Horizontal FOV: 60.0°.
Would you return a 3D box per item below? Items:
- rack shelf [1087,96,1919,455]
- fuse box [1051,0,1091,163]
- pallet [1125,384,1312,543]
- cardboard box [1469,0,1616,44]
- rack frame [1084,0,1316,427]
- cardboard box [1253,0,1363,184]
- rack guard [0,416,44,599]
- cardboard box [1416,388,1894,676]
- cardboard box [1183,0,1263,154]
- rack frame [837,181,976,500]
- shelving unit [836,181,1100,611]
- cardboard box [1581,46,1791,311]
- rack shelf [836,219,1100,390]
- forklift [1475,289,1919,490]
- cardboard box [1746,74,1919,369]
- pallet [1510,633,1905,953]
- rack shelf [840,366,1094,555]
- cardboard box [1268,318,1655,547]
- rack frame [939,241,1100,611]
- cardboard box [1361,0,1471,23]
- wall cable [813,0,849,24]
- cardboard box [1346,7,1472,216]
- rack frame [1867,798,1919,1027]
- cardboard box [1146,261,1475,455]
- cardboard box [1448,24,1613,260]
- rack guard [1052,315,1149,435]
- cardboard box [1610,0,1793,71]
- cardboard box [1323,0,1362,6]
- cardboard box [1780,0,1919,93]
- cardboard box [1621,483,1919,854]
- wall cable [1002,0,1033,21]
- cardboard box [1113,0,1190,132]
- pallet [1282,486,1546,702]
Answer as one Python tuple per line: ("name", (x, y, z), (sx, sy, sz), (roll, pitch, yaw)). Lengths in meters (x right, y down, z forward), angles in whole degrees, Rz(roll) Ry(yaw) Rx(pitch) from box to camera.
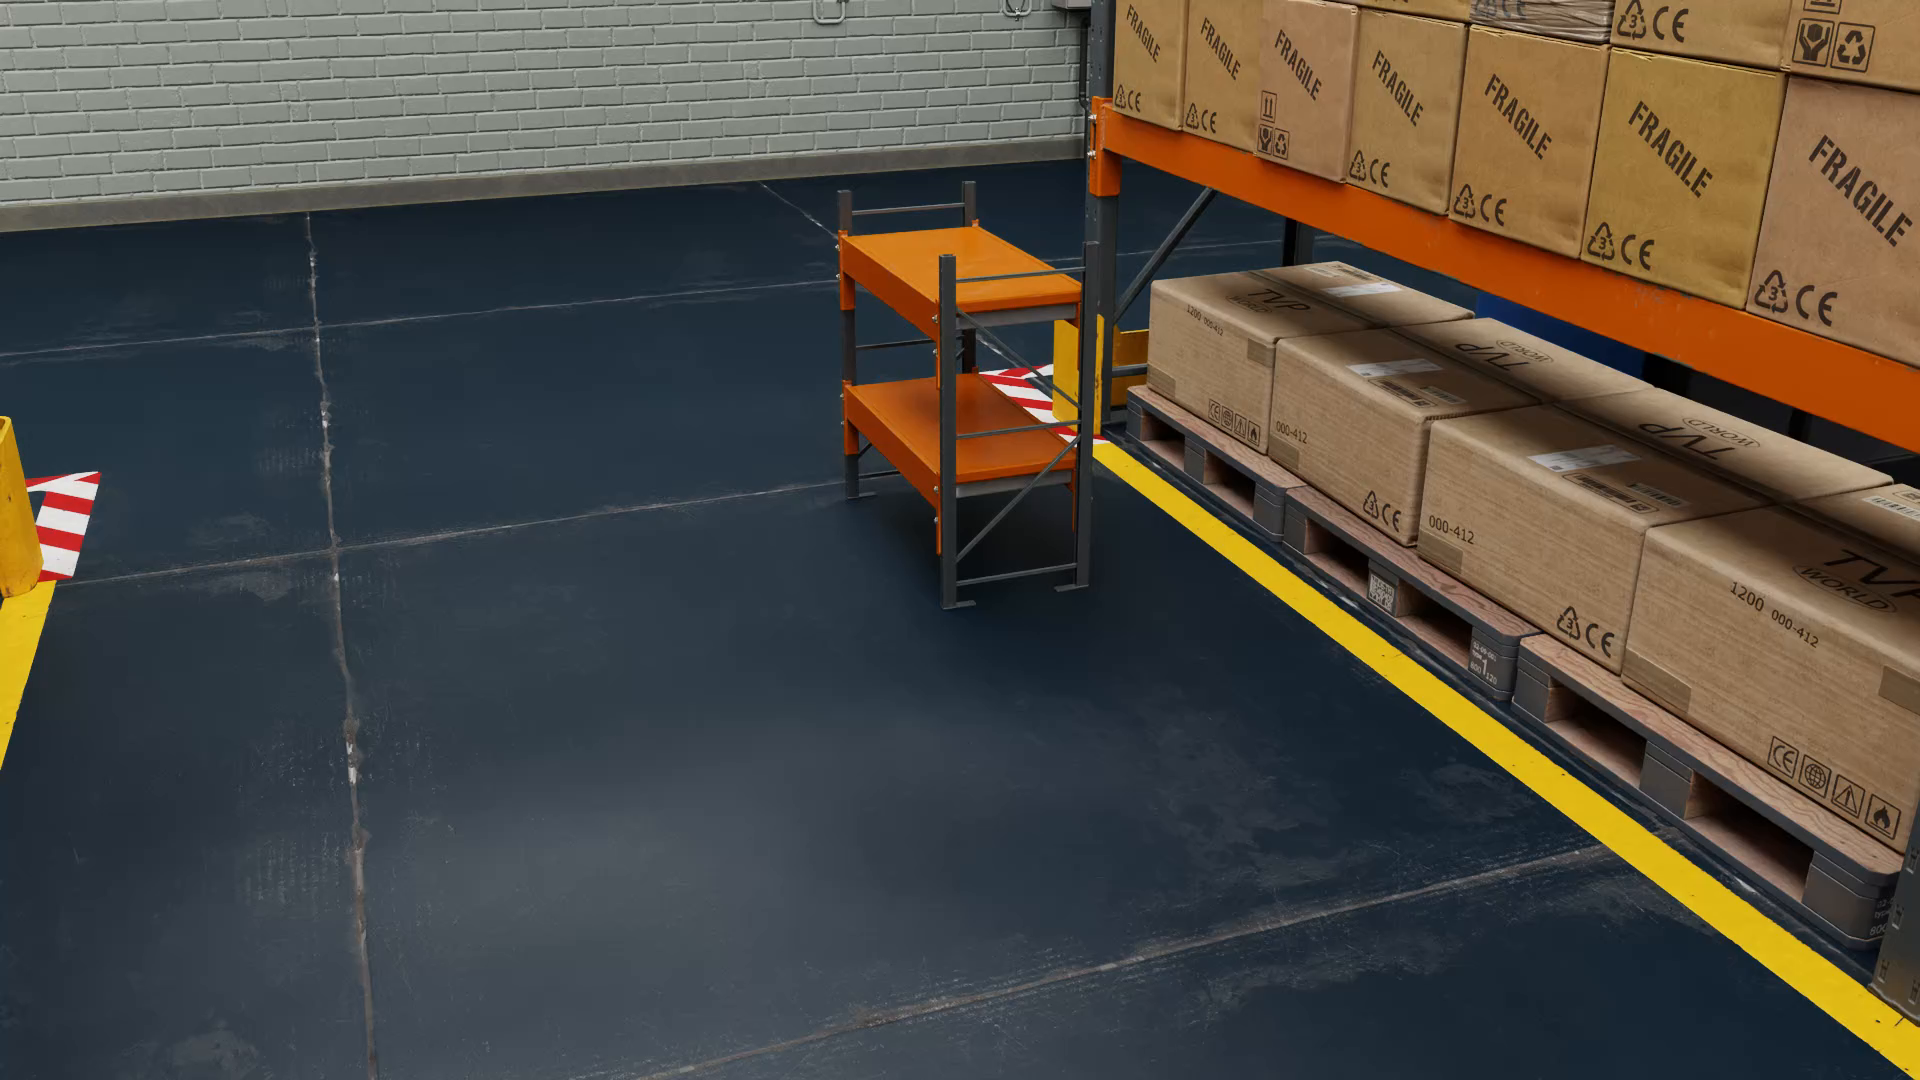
("rack shelf", (1.692, -0.875, 4.890), (1.077, 0.370, 4.000), (-8, 24, -19))
("fuse box", (0.988, -3.620, 12.137), (0.539, 1.711, 0.414), (-8, 24, -19))
("pallet", (1.341, -0.369, 6.353), (1.003, 0.211, 1.213), (-8, 24, -19))
("cardboard box", (1.613, -1.489, 4.006), (0.500, 0.500, 0.500), (-8, 24, -18))
("rack frame", (0.986, -1.933, 6.475), (1.000, 3.000, 0.127), (-8, 24, -19))
("cardboard box", (1.254, -1.398, 5.077), (0.500, 0.500, 0.500), (-8, 24, -19))
("rack guard", (-3.583, -0.038, 5.196), (1.175, 0.500, 0.348), (-8, 24, -19))
("cardboard box", (1.960, -0.061, 4.790), (0.875, 0.438, 0.875), (-9, 25, -21))
("cardboard box", (1.091, -1.586, 5.521), (0.500, 0.500, 0.500), (-9, 24, -20))
("rack frame", (-0.182, -0.705, 5.976), (0.500, 1.125, 0.032), (-8, 24, -19))
("shelving unit", (-0.002, -0.521, 5.537), (0.538, 1.125, 1.048), (-8, 24, -19))
("cardboard box", (1.809, -0.846, 3.766), (0.500, 0.500, 0.500), (-9, 24, -20))
("rack shelf", (-0.002, -0.791, 5.424), (0.538, 0.278, 1.000), (-8, 24, -19))
("forklift", (3.164, -1.496, 5.527), (1.130, 2.935, 3.031), (-8, 24, -19))
("cardboard box", (1.996, -0.659, 3.324), (0.500, 0.500, 0.500), (-8, 24, -19))
("pallet", (2.203, 0.518, 4.249), (1.003, 0.211, 1.213), (-8, 24, -19))
("rack shelf", (-0.002, -0.295, 5.632), (0.538, 0.278, 1.000), (-8, 24, -19))
("cardboard box", (1.643, -0.389, 5.568), (0.875, 0.438, 0.875), (-8, 24, -18))
("rack frame", (0.177, -0.336, 5.099), (0.500, 1.125, 0.032), (-8, 24, -19))
("cardboard box", (1.444, -1.673, 4.441), (0.500, 0.500, 0.500), (-8, 24, -19))
("wall cable", (-1.028, -4.462, 11.125), (0.585, 1.953, 0.123), (-8, 24, -19))
("cardboard box", (1.447, -1.219, 4.650), (0.500, 0.500, 0.500), (-8, 24, -17))
("rack frame", (2.399, -0.480, 3.027), (1.000, 3.000, 0.127), (-8, 24, -19))
("cardboard box", (1.312, -0.720, 6.355), (0.875, 0.438, 0.875), (-9, 25, -21))
("cardboard box", (1.617, -1.026, 4.194), (0.500, 0.500, 0.500), (-9, 24, -20))
("rack guard", (0.977, -0.790, 6.981), (1.175, 0.500, 0.348), (-8, 24, -19))
("cardboard box", (1.802, -1.306, 3.570), (0.500, 0.500, 0.500), (-9, 24, -20))
("cardboard box", (1.267, -1.854, 4.870), (0.500, 0.500, 0.500), (-9, 24, -19))
("cardboard box", (1.974, -1.120, 3.130), (0.500, 0.500, 0.500), (-9, 24, -19))
("cardboard box", (2.277, 0.264, 4.019), (0.875, 0.438, 0.875), (-9, 24, -20))
("wall cable", (0.294, -4.646, 11.603), (0.588, 1.984, 0.122), (-8, 24, -19))
("cardboard box", (0.886, -1.766, 5.948), (0.500, 0.500, 0.500), (-9, 24, -19))
("pallet", (1.768, 0.074, 5.303), (1.003, 0.211, 1.213), (-8, 24, -19))
